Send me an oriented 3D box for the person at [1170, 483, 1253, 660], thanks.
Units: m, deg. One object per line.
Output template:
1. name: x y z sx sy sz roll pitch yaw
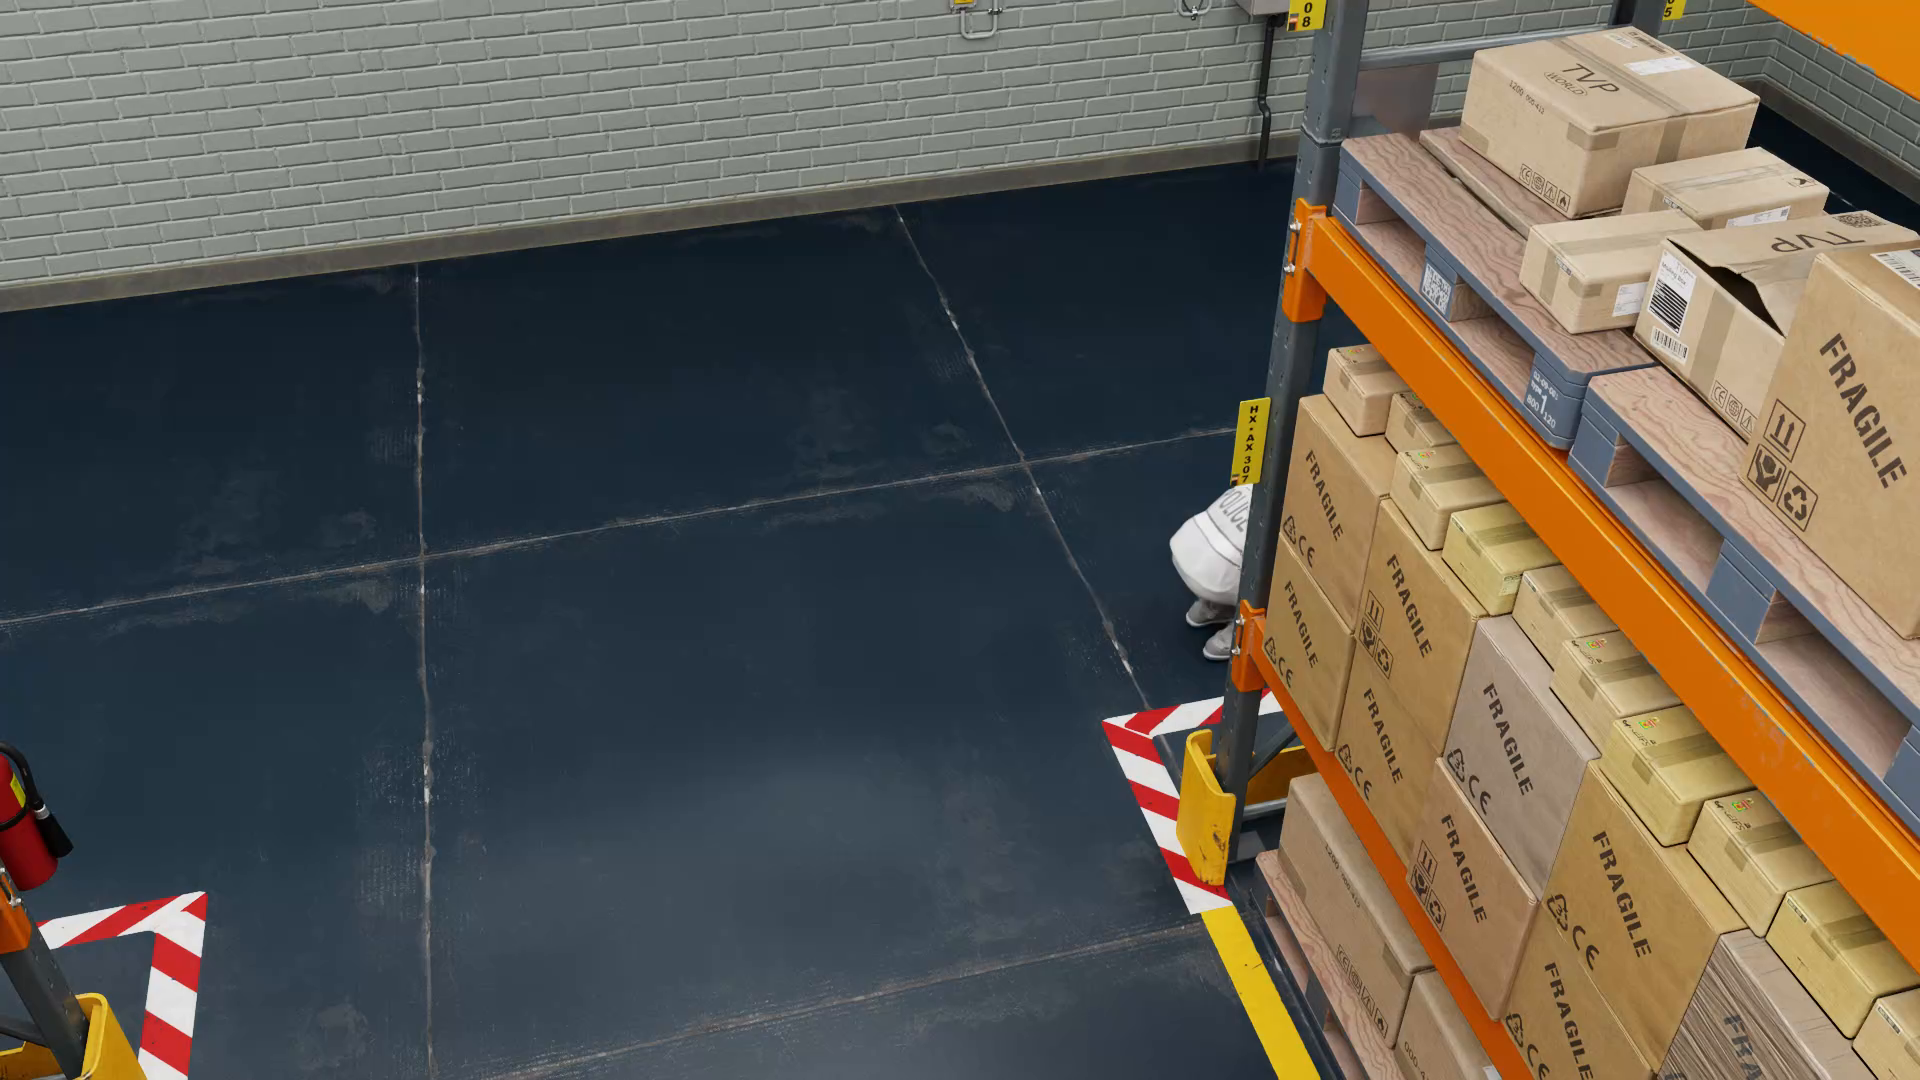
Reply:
1. person: 1.326 0.025 7.242 0.842 0.983 0.462 -10 40 -13
